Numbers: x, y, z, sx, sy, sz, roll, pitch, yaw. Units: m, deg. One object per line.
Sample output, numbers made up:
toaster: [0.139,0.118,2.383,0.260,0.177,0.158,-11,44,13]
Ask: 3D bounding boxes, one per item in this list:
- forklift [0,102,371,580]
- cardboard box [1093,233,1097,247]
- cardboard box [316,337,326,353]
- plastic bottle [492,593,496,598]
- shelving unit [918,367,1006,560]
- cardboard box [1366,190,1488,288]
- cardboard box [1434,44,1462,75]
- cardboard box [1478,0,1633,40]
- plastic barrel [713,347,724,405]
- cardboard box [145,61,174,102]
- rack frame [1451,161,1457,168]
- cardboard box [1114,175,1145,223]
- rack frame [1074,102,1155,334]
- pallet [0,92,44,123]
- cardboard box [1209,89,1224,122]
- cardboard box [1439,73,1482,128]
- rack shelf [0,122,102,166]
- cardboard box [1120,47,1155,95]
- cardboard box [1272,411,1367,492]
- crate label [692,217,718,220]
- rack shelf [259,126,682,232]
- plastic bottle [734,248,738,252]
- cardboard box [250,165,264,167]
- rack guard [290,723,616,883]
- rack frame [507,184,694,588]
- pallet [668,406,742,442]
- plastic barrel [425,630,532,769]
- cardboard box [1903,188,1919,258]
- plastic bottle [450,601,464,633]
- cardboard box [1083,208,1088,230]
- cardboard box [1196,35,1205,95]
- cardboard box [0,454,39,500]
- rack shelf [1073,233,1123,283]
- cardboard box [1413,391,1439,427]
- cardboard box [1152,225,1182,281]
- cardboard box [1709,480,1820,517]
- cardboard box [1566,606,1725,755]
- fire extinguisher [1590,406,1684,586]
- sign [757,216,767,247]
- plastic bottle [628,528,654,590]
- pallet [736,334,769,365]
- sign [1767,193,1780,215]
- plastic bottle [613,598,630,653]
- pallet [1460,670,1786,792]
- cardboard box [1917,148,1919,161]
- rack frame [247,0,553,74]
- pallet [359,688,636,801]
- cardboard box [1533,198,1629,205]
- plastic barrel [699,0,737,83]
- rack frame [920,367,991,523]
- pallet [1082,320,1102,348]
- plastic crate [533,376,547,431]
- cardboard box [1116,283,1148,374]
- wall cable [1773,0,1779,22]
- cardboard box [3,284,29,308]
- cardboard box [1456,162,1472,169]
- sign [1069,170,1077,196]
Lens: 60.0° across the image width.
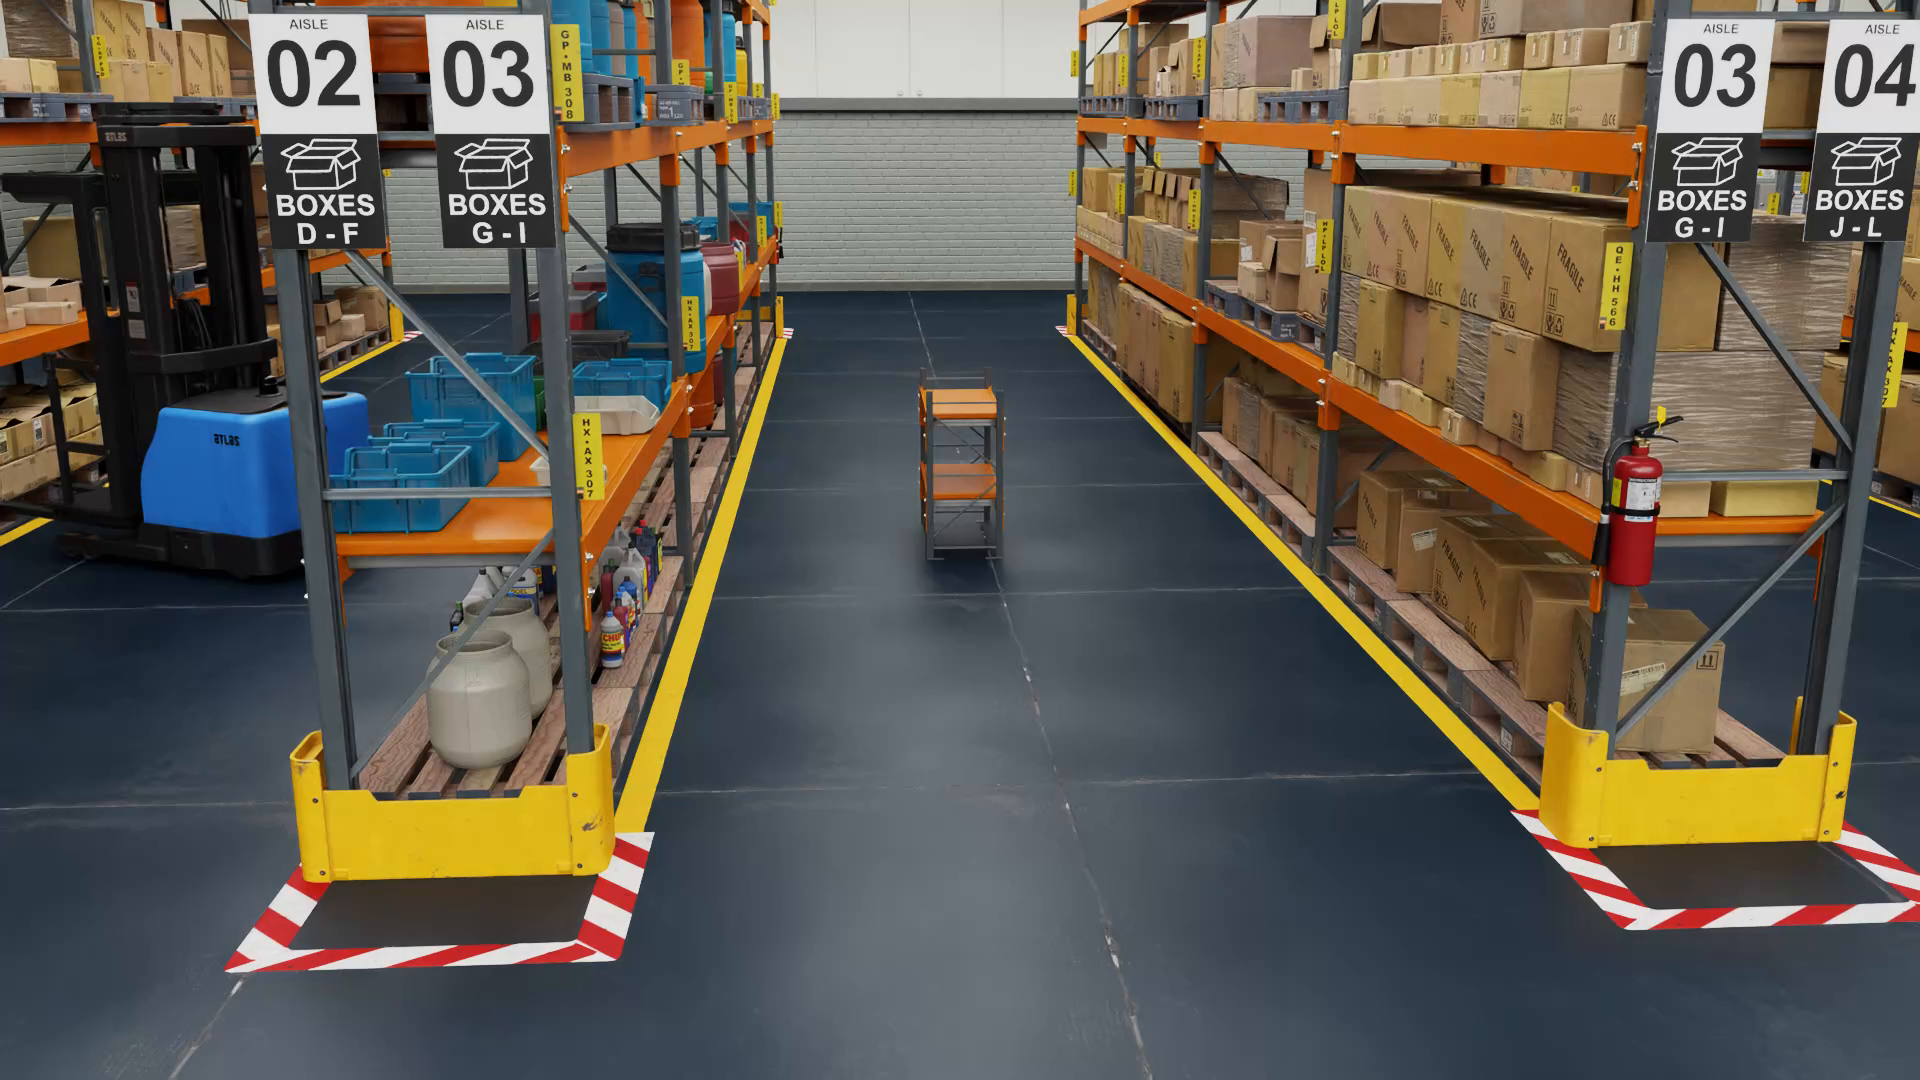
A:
forklift: [-5.453,-1.397,11.072,3.031,2.935,1.130,7,16,24]
cardboard box: [1.820,-3.625,20.098,0.380,0.149,0.250,-1,14,-5]
cardboard box: [-7.483,-2.239,19.012,0.380,0.166,0.250,-1,14,-3]
plastic bottle: [-2.355,0.421,8.438,0.061,0.283,0.133,-1,14,-3]
shelving unit: [0.000,-0.546,11.393,0.538,1.125,1.048,-1,14,-3]
cardboard box: [2.581,-1.674,9.210,0.500,0.500,0.500,-1,14,-3]
cardboard box: [2.605,-2.402,8.322,0.380,0.149,0.250,-1,14,-5]
cardboard box: [2.673,-2.512,7.448,0.500,0.500,0.500,-1,14,-3]
plastic barrel: [-2.535,-1.594,15.698,0.600,0.588,0.708,-1,14,-3]
cardboard box: [-7.486,-3.946,14.622,0.910,0.500,0.500,-1,14,-3]
rack frame: [6.987,-4.274,22.116,1.000,3.000,0.127,-1,14,-3]
cardboard box: [1.983,-3.772,18.366,0.500,0.500,0.500,0,14,-2]
rack frame: [2.030,-4.222,21.916,1.000,3.000,0.127,-1,14,-3]
pallet: [-7.158,-2.996,11.511,1.003,0.211,1.213,0,14,-1]
cardboard box: [2.301,-3.492,13.359,0.500,0.250,0.500,-1,14,-2]
cardboard box: [2.645,-2.116,8.011,0.500,0.250,0.500,-1,14,-4]
rack shelf: [-7.238,-2.687,11.375,1.077,0.370,4.000,-1,14,-3]
cardboard box: [2.170,-5.174,18.352,0.700,0.500,0.500,-2,15,-7]
cardboard box: [2.712,-0.651,12.172,0.700,0.500,0.500,-2,15,-8]
crate label: [-3.226,-4.027,21.374,0.416,0.233,0.303,-1,14,-3]
rack shelf: [-2.046,-1.768,7.803,1.077,0.370,4.000,-1,14,-3]
plastic bottle: [-2.256,-2.748,16.436,0.152,0.276,0.135,-1,14,-3]
cardboard box: [-7.933,-3.857,18.290,0.500,0.500,0.500,-1,14,-5]
rack guard: [-1.973,1.026,6.536,1.175,0.500,0.348,-1,14,-3]
rack frame: [-2.170,-1.161,10.020,1.000,3.000,0.127,-1,14,-3]
pallet: [-2.508,-1.001,14.993,1.003,0.211,1.213,-1,14,-3]
plastic barrel: [-2.039,0.672,7.043,0.421,0.512,0.421,0,14,0]
cardboard box: [7.567,-2.452,12.827,0.700,0.500,0.500,-1,14,-4]
plastic bottle: [-2.499,0.457,8.298,0.061,0.283,0.133,-1,14,-2]
cardboard box: [1.829,-4.041,20.916,0.500,0.250,0.500,-1,14,-4]
cardboard box: [2.416,-4.089,14.330,0.797,0.503,0.637,0,14,0]
cardboard box: [-6.987,-0.444,11.908,0.500,0.250,0.500,-1,14,-2]
rack shelf: [2.154,-3.376,20.073,1.077,0.370,4.000,-1,14,-3]
cardboard box: [2.593,-0.685,8.674,0.380,0.149,0.250,-1,14,-3]
cardboard box: [2.157,-2.780,16.109,0.500,0.500,0.500,-1,14,-2]
cardboard box: [3.242,-0.196,6.772,0.380,0.149,0.250,-1,14,-3]
cardboard box: [3.000,0.609,7.315,0.500,0.500,0.500,2,15,7]
fire extinguisher: [2.569,-0.170,6.322,0.296,0.674,0.183,-1,14,-3]
sign: [-2.116,-3.293,17.749,0.100,0.325,0.005,-1,14,-3]
plastic bottle: [-1.830,0.112,9.505,0.144,0.351,0.185,-2,15,-6]
pallet: [-2.828,-2.287,19.991,1.003,0.211,1.213,-1,14,-3]
sign: [6.942,-2.796,14.207,0.100,0.325,0.005,-1,14,-3]
plastic bottle: [-1.719,0.424,8.428,0.061,0.283,0.133,-1,14,-3]
pallet: [3.002,0.886,7.659,1.003,0.211,1.213,-1,14,-3]
cardboard box: [11.786,-4.679,20.181,0.380,0.149,0.250,-1,14,-3]
rack frame: [-1.922,-3.072,5.406,1.000,3.000,0.127,-1,14,-3]
pallet: [-2.018,0.964,7.357,1.003,0.211,1.213,-1,14,-3]
cardboard box: [3.166,-1.434,8.275,0.500,0.500,0.500,-1,14,-3]
plastic barrel: [-2.407,-4.628,15.624,0.600,0.901,0.708,-1,14,-3]
rack frame: [-0.032,-0.673,11.884,0.500,1.125,0.032,-1,14,-3]
pallet: [2.158,-2.674,21.496,1.003,0.211,1.213,-1,14,-3]
plastic crate: [-2.367,-0.717,8.717,0.450,0.188,0.662,-1,14,-3]
cardboard box: [2.338,-2.243,17.645,1.225,0.875,0.875,-1,14,-3]
wall cable: [14.821,-8.754,27.413,2.988,3.039,0.133,-1,14,-3]
cardboard box: [-7.499,-1.812,12.728,0.500,0.311,0.500,-1,14,-4]
cardboard box: [6.750,-4.835,21.492,0.500,0.500,0.500,-1,14,-4]
sign: [1.476,-4.673,21.771,0.100,0.325,0.005,-1,14,-3]
